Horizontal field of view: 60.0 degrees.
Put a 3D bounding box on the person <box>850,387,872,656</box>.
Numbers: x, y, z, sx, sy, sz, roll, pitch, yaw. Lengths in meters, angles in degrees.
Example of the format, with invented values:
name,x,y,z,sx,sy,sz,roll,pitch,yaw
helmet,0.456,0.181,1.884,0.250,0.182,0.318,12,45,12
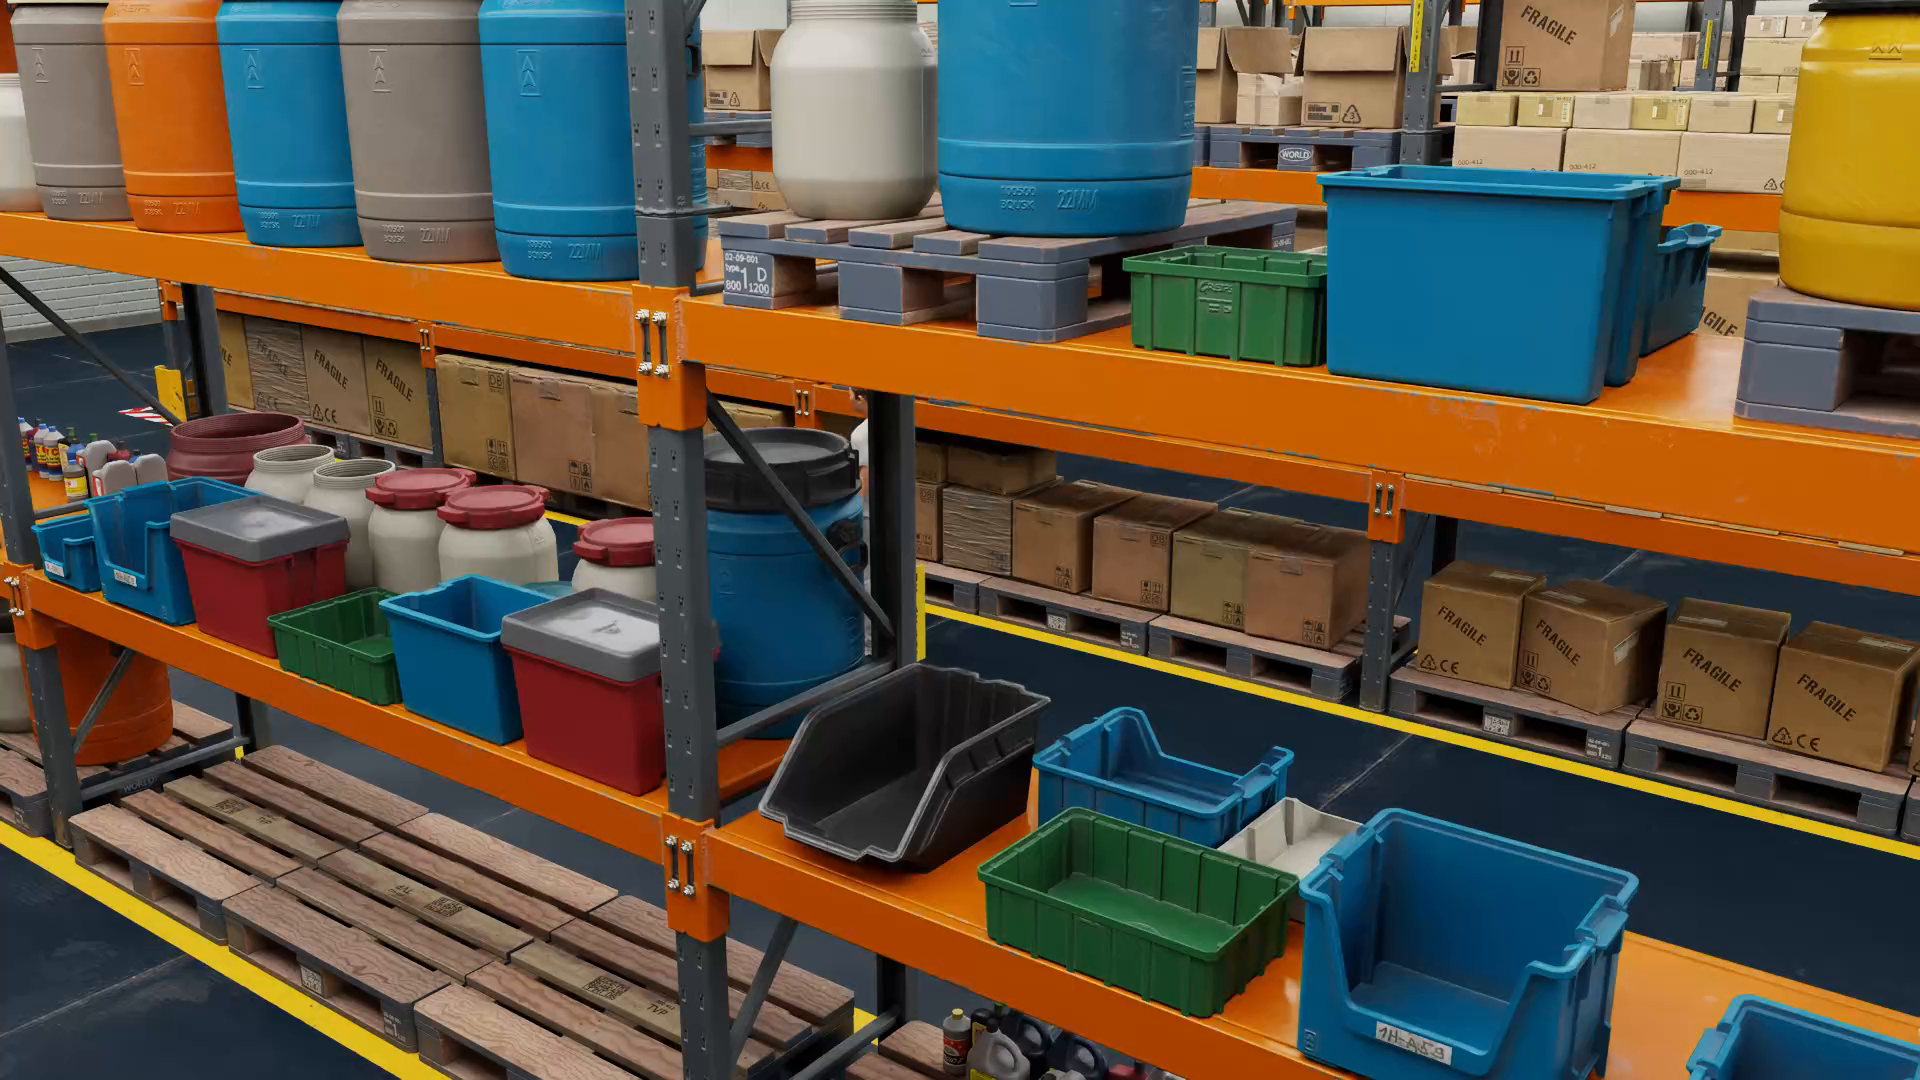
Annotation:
name,x,y,z,sx,sy,sz,roll,pitch,yaw
person,-0.464,-0.143,9.557,0.352,1.652,0.495,12,20,34
